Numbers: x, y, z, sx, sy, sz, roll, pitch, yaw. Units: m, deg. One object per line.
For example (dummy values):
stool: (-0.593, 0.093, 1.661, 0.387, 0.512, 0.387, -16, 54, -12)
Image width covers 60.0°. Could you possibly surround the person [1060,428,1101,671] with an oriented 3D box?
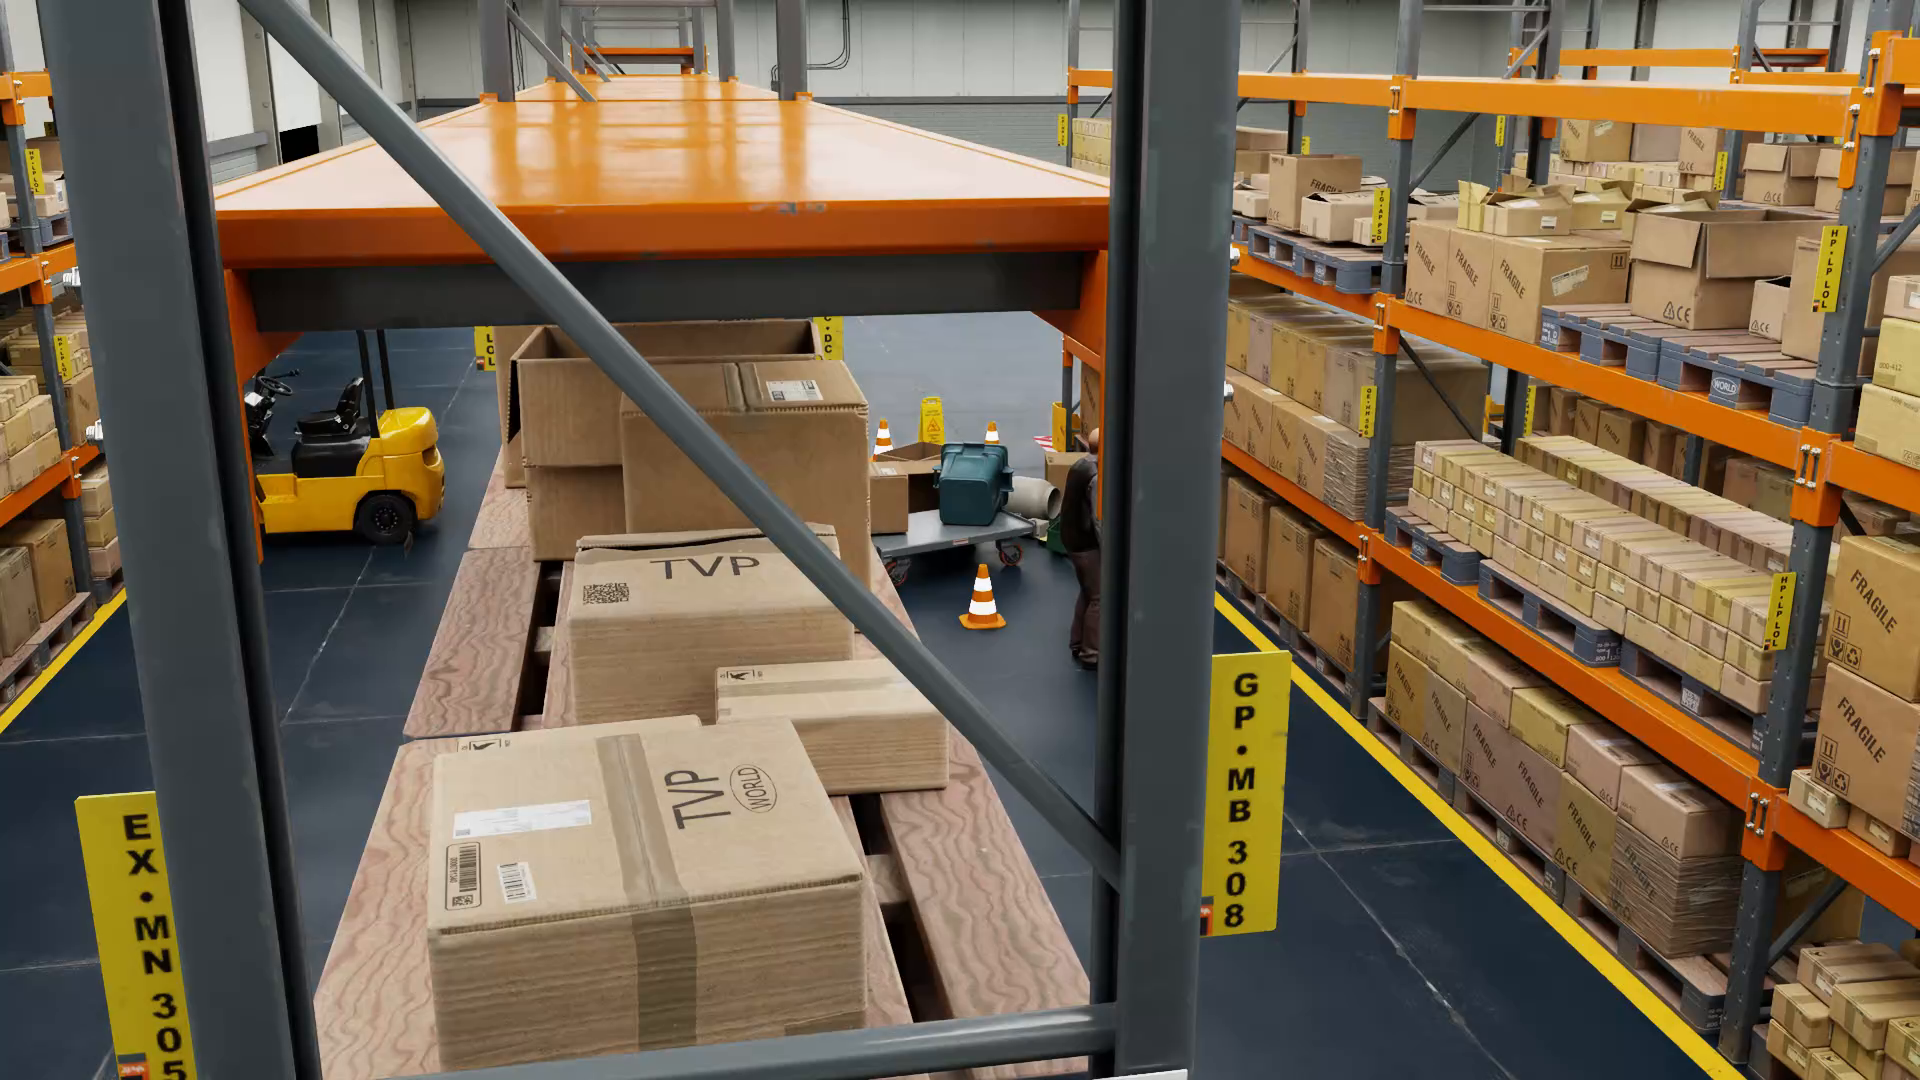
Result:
person: (0.934, 0.047, 11.915, 0.419, 1.722, 0.594, -4, 17, -13)
